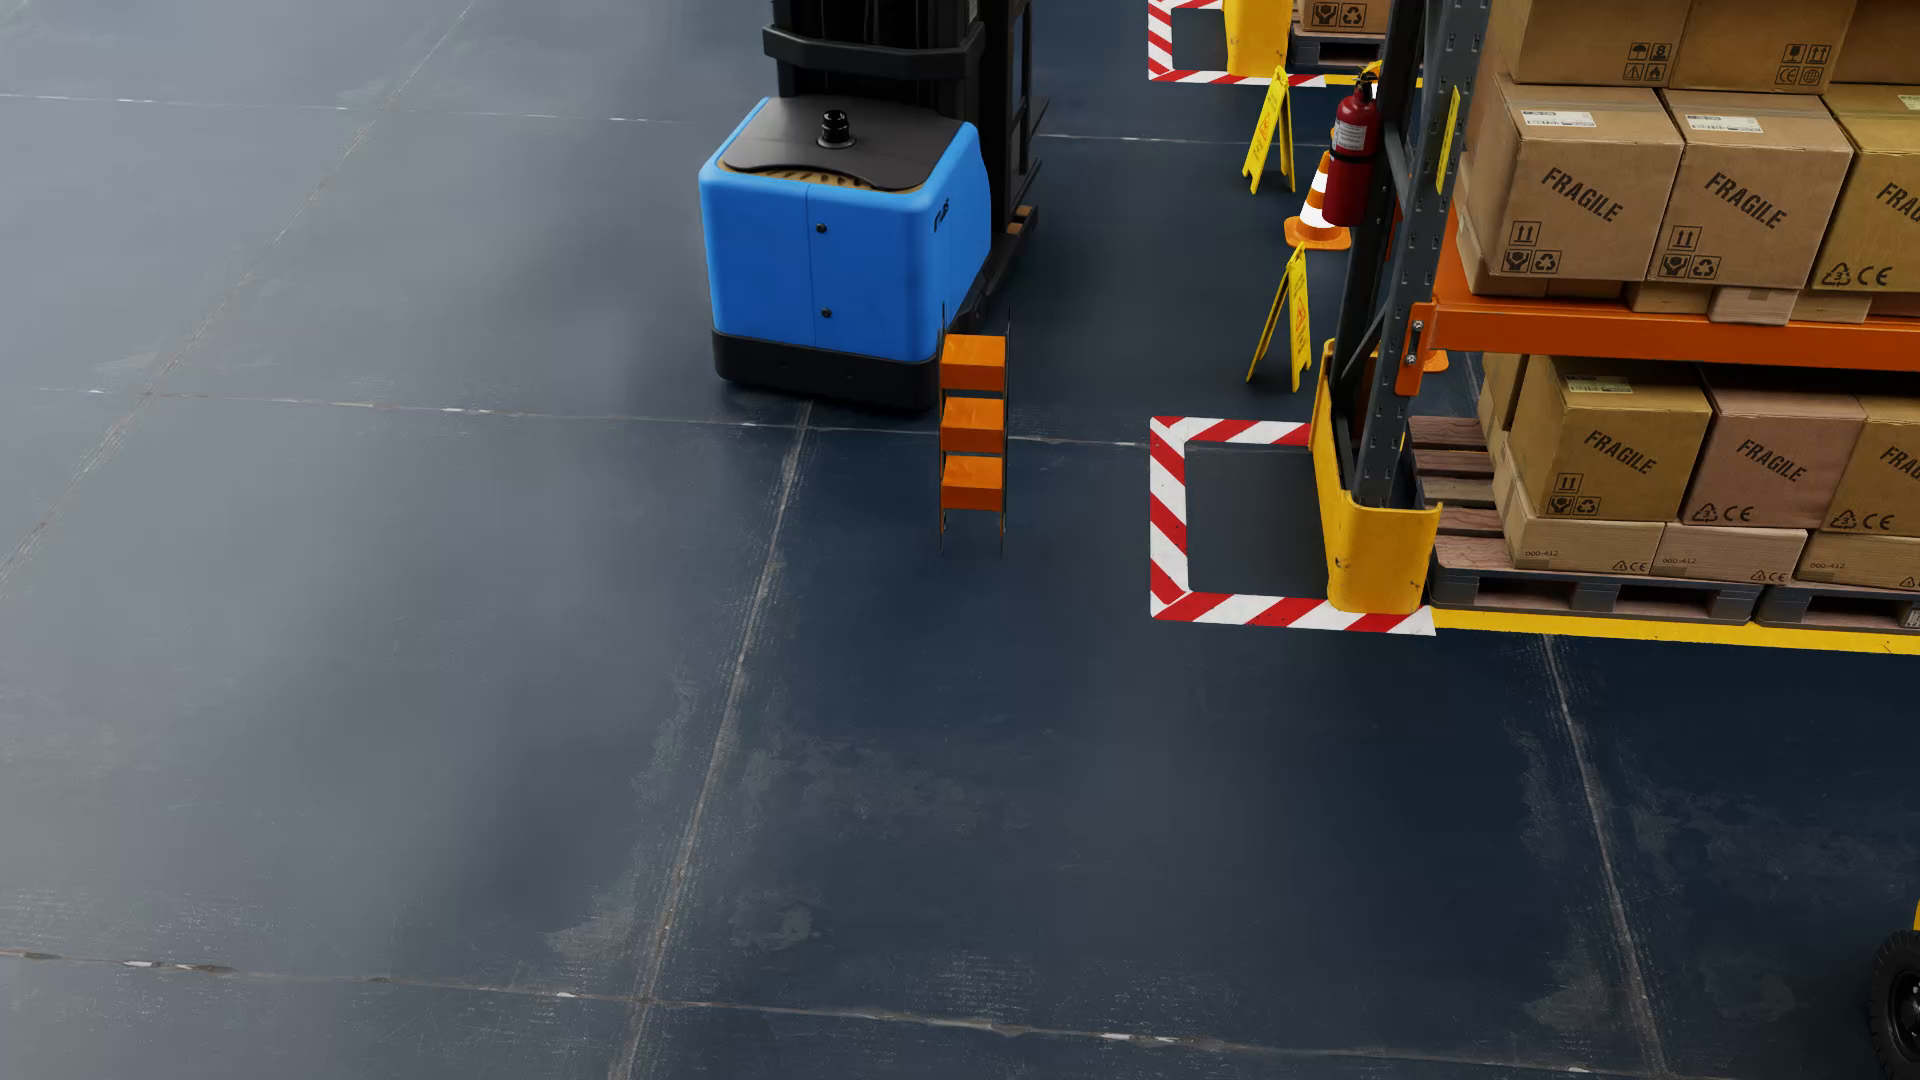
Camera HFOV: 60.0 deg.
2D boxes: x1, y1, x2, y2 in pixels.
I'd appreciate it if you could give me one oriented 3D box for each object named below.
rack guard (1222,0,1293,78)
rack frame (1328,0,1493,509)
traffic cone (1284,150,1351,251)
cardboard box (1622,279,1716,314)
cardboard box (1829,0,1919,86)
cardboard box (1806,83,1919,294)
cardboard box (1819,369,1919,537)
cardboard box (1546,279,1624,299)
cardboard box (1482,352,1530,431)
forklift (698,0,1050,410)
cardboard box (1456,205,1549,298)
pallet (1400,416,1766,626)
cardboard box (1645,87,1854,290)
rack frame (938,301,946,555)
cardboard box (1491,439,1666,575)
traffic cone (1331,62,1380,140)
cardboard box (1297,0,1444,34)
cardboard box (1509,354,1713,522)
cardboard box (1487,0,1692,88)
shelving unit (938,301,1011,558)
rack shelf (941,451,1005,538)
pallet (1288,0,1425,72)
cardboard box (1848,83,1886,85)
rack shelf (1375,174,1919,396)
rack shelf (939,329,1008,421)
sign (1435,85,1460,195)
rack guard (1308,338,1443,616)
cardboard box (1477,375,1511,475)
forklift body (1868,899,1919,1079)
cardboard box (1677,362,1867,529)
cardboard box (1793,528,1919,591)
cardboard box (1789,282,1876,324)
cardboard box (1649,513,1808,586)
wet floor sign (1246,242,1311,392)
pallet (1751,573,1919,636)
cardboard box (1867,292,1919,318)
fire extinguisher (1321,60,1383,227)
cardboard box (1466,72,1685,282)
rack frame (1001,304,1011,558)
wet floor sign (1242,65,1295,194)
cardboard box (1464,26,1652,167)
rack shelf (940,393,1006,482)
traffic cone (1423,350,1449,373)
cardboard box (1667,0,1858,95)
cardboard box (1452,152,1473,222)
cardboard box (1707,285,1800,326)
[{"bbox_3d":[1.870,-3.403,10.506,0.348,0.500,1.175,3,39,4],"label":"rack guard"},{"bbox_3d":[1.568,-1.252,5.884,0.127,3.000,1.000,3,39,4],"label":"rack frame"},{"bbox_3d":[1.864,-1.773,8.533,0.334,0.463,0.336,3,39,4],"label":"traffic cone"},{"bbox_3d":[2.398,-0.936,5.694,0.250,0.149,0.380,2,39,2],"label":"cardboard box"},{"bbox_3d":[3.116,-1.908,5.583,0.500,0.500,0.700,3,39,3],"label":"cardboard box"},{"bbox_3d":[3.040,-1.153,5.447,0.500,0.500,0.500,2,39,3],"label":"cardboard box"},{"bbox_3d":[3.392,-0.363,6.042,0.500,0.500,0.500,4,39,5],"label":"cardboard box"},{"bbox_3d":[2.141,-1.002,5.775,0.250,0.149,0.380,4,39,5],"label":"cardboard box"},{"bbox_3d":[2.388,-0.760,6.530,0.500,0.500,0.500,3,39,4],"label":"cardboard box"},{"bbox_3d":[-0.223,-2.647,7.652,1.130,2.935,3.031,10,40,12],"label":"forklift"},{"bbox_3d":[1.888,-1.006,5.780,0.250,0.149,0.380,3,39,4],"label":"cardboard box"},{"bbox_3d":[2.450,-0.100,6.677,1.213,0.211,1.003,3,39,4],"label":"pallet"},{"bbox_3d":[2.532,-1.180,5.480,0.500,0.500,0.500,4,39,5],"label":"cardboard box"},{"bbox_3d":[-0.068,-0.411,6.394,0.008,1.050,0.200,3,39,4],"label":"rack frame"},{"bbox_3d":[2.347,-0.131,6.352,0.500,0.250,0.500,3,39,3],"label":"cardboard box"},{"bbox_3d":[2.301,-2.465,9.383,0.334,0.463,0.336,3,39,4],"label":"traffic cone"},{"bbox_3d":[2.575,-3.715,10.259,0.875,0.875,0.875,3,39,4],"label":"cardboard box"},{"bbox_3d":[2.371,-0.421,6.114,0.500,0.500,0.500,2,39,2],"label":"cardboard box"},{"bbox_3d":[2.095,-1.904,5.577,0.500,0.500,0.700,2,39,3],"label":"cardboard box"},{"bbox_3d":[0.053,-0.404,6.386,0.252,1.050,0.215,3,39,4],"label":"shelving unit"},{"bbox_3d":[0.053,-0.180,6.568,0.240,0.259,0.215,3,39,4],"label":"rack shelf"},{"bbox_3d":[2.697,-3.295,10.602,1.213,0.211,1.003,3,39,4],"label":"pallet"},{"bbox_3d":[3.129,-1.491,5.862,0.500,0.500,0.500,3,39,4],"label":"cardboard box"},{"bbox_3d":[3.560,-0.864,5.977,4.000,0.370,1.077,3,39,4],"label":"rack shelf"},{"bbox_3d":[0.053,-0.616,6.214,0.240,0.259,0.215,3,39,4],"label":"rack shelf"},{"bbox_3d":[1.521,-1.247,5.191,0.005,0.325,0.100,3,39,4],"label":"sign"},{"bbox_3d":[1.643,-0.279,6.668,0.348,0.500,1.175,3,39,4],"label":"rack guard"},{"bbox_3d":[2.420,-0.473,6.771,0.500,0.250,0.500,3,39,4],"label":"cardboard box"},{"bbox_3d":[3.190,1.155,3.599,1.214,2.155,2.313,3,39,4],"label":"forklift body"},{"bbox_3d":[2.892,-0.395,6.082,0.500,0.500,0.500,2,39,2],"label":"cardboard box"},{"bbox_3d":[3.400,-0.077,6.285,0.500,0.250,0.500,6,39,7],"label":"cardboard box"},{"bbox_3d":[2.908,-0.900,5.650,0.250,0.149,0.380,4,39,5],"label":"cardboard box"},{"bbox_3d":[2.855,-0.098,6.312,0.500,0.250,0.500,4,39,5],"label":"cardboard box"},{"bbox_3d":[1.471,-1.023,7.466,0.232,0.644,0.267,16,42,19],"label":"wet floor sign"},{"bbox_3d":[3.662,-0.032,6.594,1.213,0.211,1.003,3,39,4],"label":"pallet"},{"bbox_3d":[3.176,-0.924,5.679,0.250,0.149,0.380,4,39,5],"label":"cardboard box"},{"bbox_3d":[1.493,-1.518,6.272,0.183,0.674,0.296,3,39,4],"label":"fire extinguisher"},{"bbox_3d":[2.016,-1.206,5.512,0.500,0.500,0.500,3,39,3],"label":"cardboard box"},{"bbox_3d":[0.175,-0.398,6.378,0.008,1.050,0.200,3,39,4],"label":"rack frame"},{"bbox_3d":[1.694,-2.214,8.931,0.232,0.644,0.267,-3,39,-4],"label":"wet floor sign"},{"bbox_3d":[2.132,-1.550,5.935,0.500,0.500,0.500,2,39,3],"label":"cardboard box"},{"bbox_3d":[0.053,-0.396,6.393,0.240,0.259,0.215,3,39,4],"label":"rack shelf"},{"bbox_3d":[2.107,-1.056,7.653,0.334,0.463,0.336,3,39,4],"label":"traffic cone"},{"bbox_3d":[2.599,-1.872,5.537,0.500,0.500,0.700,3,39,4],"label":"cardboard box"},{"bbox_3d":[1.959,-1.269,6.103,0.250,0.149,0.380,4,39,5],"label":"cardboard box"},{"bbox_3d":[2.647,-0.893,5.642,0.250,0.149,0.380,4,39,5],"label":"cardboard box"}]
